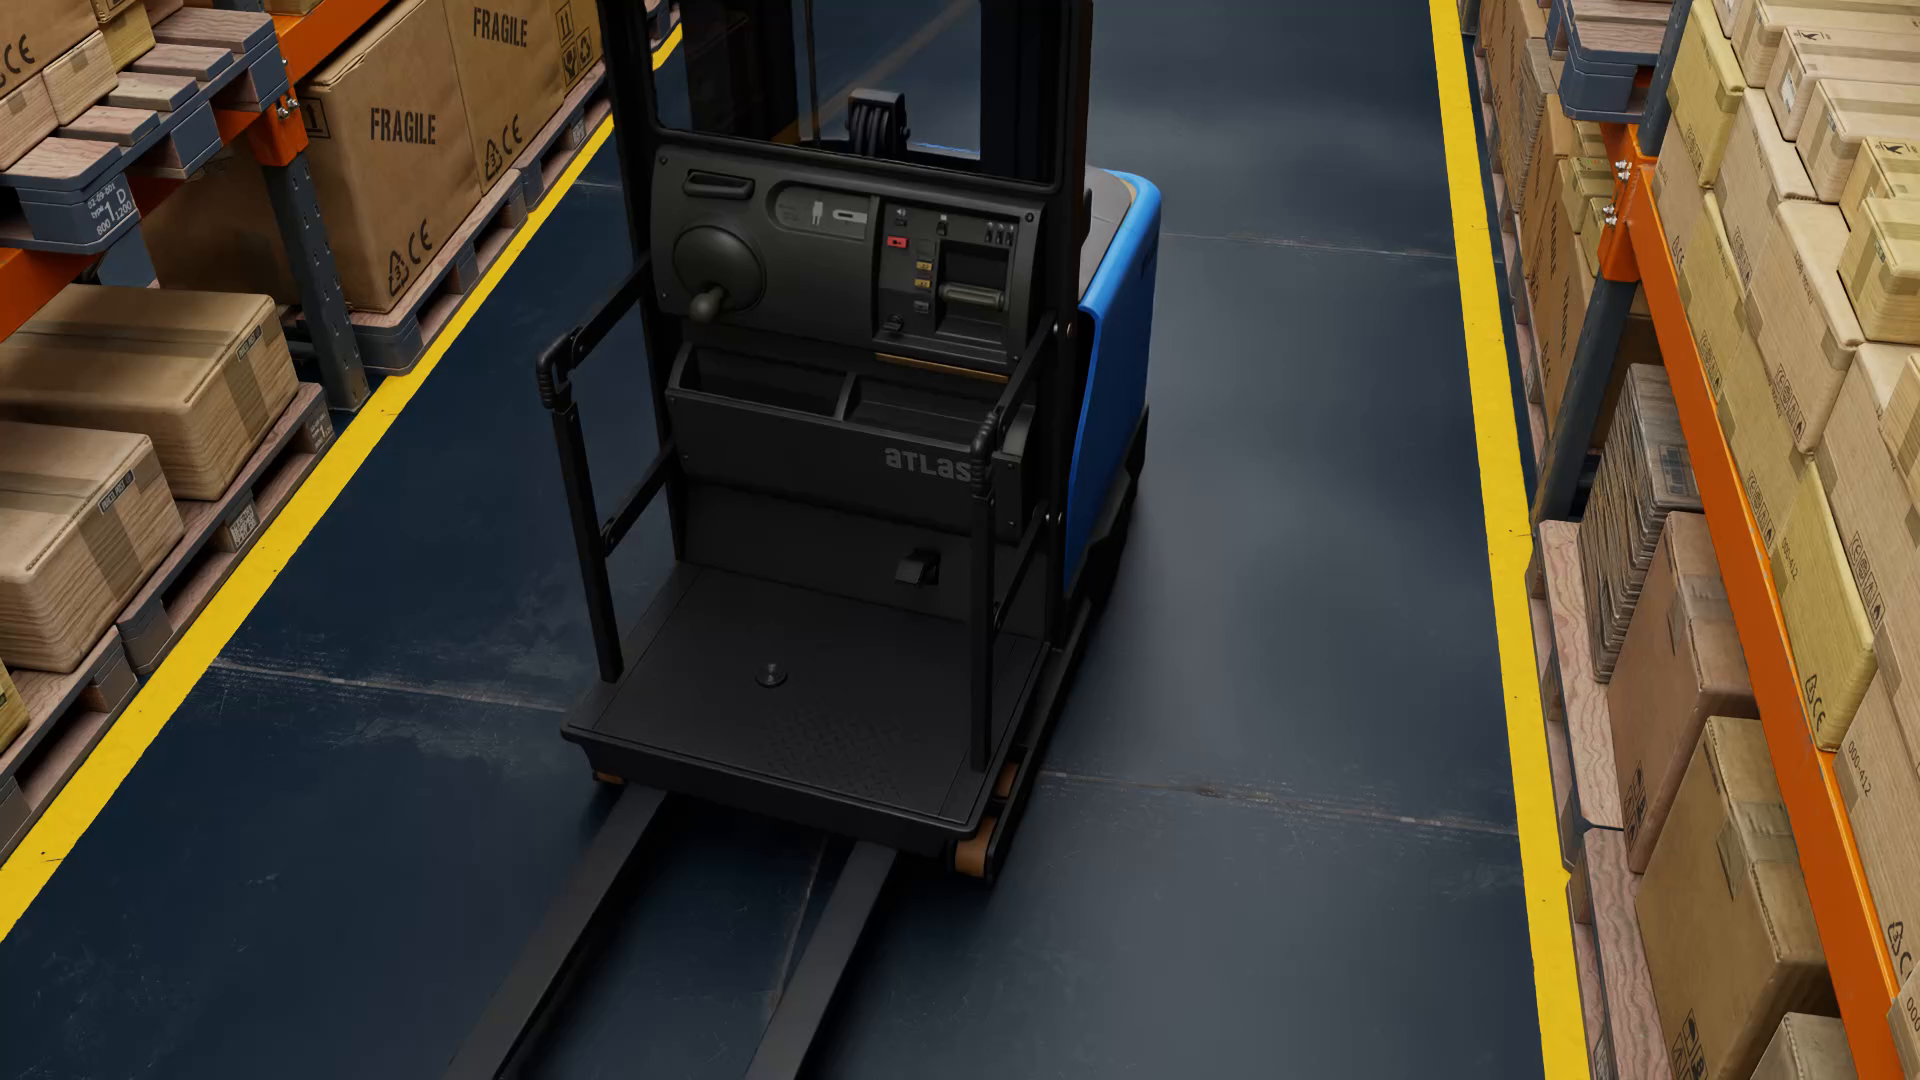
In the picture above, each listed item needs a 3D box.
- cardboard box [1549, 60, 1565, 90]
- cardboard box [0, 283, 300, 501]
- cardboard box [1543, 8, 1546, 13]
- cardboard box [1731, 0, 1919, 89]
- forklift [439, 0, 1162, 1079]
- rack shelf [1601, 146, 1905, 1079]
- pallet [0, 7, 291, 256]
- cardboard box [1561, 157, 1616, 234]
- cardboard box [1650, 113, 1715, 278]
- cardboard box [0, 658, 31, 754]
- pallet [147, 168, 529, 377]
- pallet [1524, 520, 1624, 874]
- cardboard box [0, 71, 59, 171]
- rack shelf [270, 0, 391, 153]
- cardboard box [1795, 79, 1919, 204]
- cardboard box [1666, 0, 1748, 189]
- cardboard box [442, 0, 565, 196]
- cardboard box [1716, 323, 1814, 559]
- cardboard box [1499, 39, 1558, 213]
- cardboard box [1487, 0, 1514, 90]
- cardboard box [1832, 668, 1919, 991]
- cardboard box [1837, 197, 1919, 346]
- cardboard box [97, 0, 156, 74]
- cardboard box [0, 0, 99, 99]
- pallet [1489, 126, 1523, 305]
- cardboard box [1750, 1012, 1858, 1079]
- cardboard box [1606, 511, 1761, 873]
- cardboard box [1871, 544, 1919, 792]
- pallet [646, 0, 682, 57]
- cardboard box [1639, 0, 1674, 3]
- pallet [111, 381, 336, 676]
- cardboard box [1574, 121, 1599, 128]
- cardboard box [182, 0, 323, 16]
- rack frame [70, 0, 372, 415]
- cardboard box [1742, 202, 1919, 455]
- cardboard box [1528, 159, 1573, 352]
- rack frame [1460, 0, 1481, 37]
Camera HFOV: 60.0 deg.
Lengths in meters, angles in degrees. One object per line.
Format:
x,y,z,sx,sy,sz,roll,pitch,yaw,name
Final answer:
2.403,-1.754,6.141,0.380,0.149,0.250,5,40,6,cardboard box
-2.687,-0.479,5.208,0.950,0.372,0.625,4,40,5,cardboard box
2.559,-2.231,6.717,0.380,0.149,0.250,6,40,8,cardboard box
1.920,-1.092,3.629,0.380,0.149,0.250,7,40,9,cardboard box
-0.338,-0.567,3.636,1.130,2.935,3.031,12,41,14,forklift
1.964,0.394,2.984,1.077,0.370,4.000,6,40,8,rack shelf
-2.598,-1.151,4.438,1.213,0.211,1.003,6,40,8,pallet
2.163,-1.100,5.349,0.380,0.149,0.250,4,40,5,cardboard box
1.993,-0.829,4.017,0.500,0.250,0.500,7,40,8,cardboard box
-2.944,0.460,4.072,0.950,0.372,0.625,8,40,9,cardboard box
-2.369,-1.096,6.409,1.003,0.211,1.213,6,40,8,pallet
2.129,0.448,4.542,1.003,0.211,1.213,6,40,8,pallet
-2.430,-1.021,3.998,0.380,0.149,0.250,5,40,6,cardboard box
-2.233,-2.662,6.680,1.077,0.370,4.000,6,40,8,rack shelf
1.868,-0.763,3.231,0.380,0.149,0.250,7,40,8,cardboard box
1.968,-1.025,3.861,0.500,0.250,0.500,6,40,8,cardboard box
-2.220,-2.010,6.665,0.875,0.875,0.875,7,40,8,cardboard box
1.818,-0.190,3.244,0.500,0.250,0.500,5,40,6,cardboard box
2.428,-1.596,6.458,0.500,0.500,0.500,5,40,6,cardboard box
2.614,-2.234,7.230,0.500,0.500,0.500,6,40,7,cardboard box
1.645,0.460,2.457,0.500,0.250,0.500,7,40,8,cardboard box
1.752,-0.449,2.851,0.380,0.149,0.250,7,40,9,cardboard box
-2.380,-1.341,4.385,0.380,0.149,0.250,7,40,8,cardboard box
-2.463,-1.357,3.896,0.500,0.500,0.500,6,40,7,cardboard box
2.690,-1.292,6.647,1.003,0.211,1.213,6,40,8,pallet
1.839,1.310,2.845,0.875,0.625,0.625,6,40,7,cardboard box
2.083,0.415,3.927,0.875,0.625,0.625,8,40,9,cardboard box
1.627,0.257,2.311,0.500,0.250,0.500,7,40,9,cardboard box
-1.947,-2.627,8.262,1.003,0.211,1.213,6,40,8,pallet
2.046,-1.658,4.769,0.380,0.149,0.250,7,40,8,cardboard box
-2.716,-0.119,5.228,1.003,0.211,1.213,6,40,8,pallet
2.342,-1.421,5.738,0.380,0.149,0.250,8,40,9,cardboard box
-2.247,-1.905,5.318,0.500,0.250,0.500,6,40,7,cardboard box
-2.579,-1.684,4.932,1.000,3.000,0.127,6,40,8,rack frame
1.796,-0.382,3.083,0.500,0.250,0.500,5,40,7,cardboard box
2.268,-0.939,5.664,0.500,0.500,0.500,6,40,7,cardboard box
3.002,-3.649,7.310,1.000,3.000,0.127,6,40,8,rack frame
